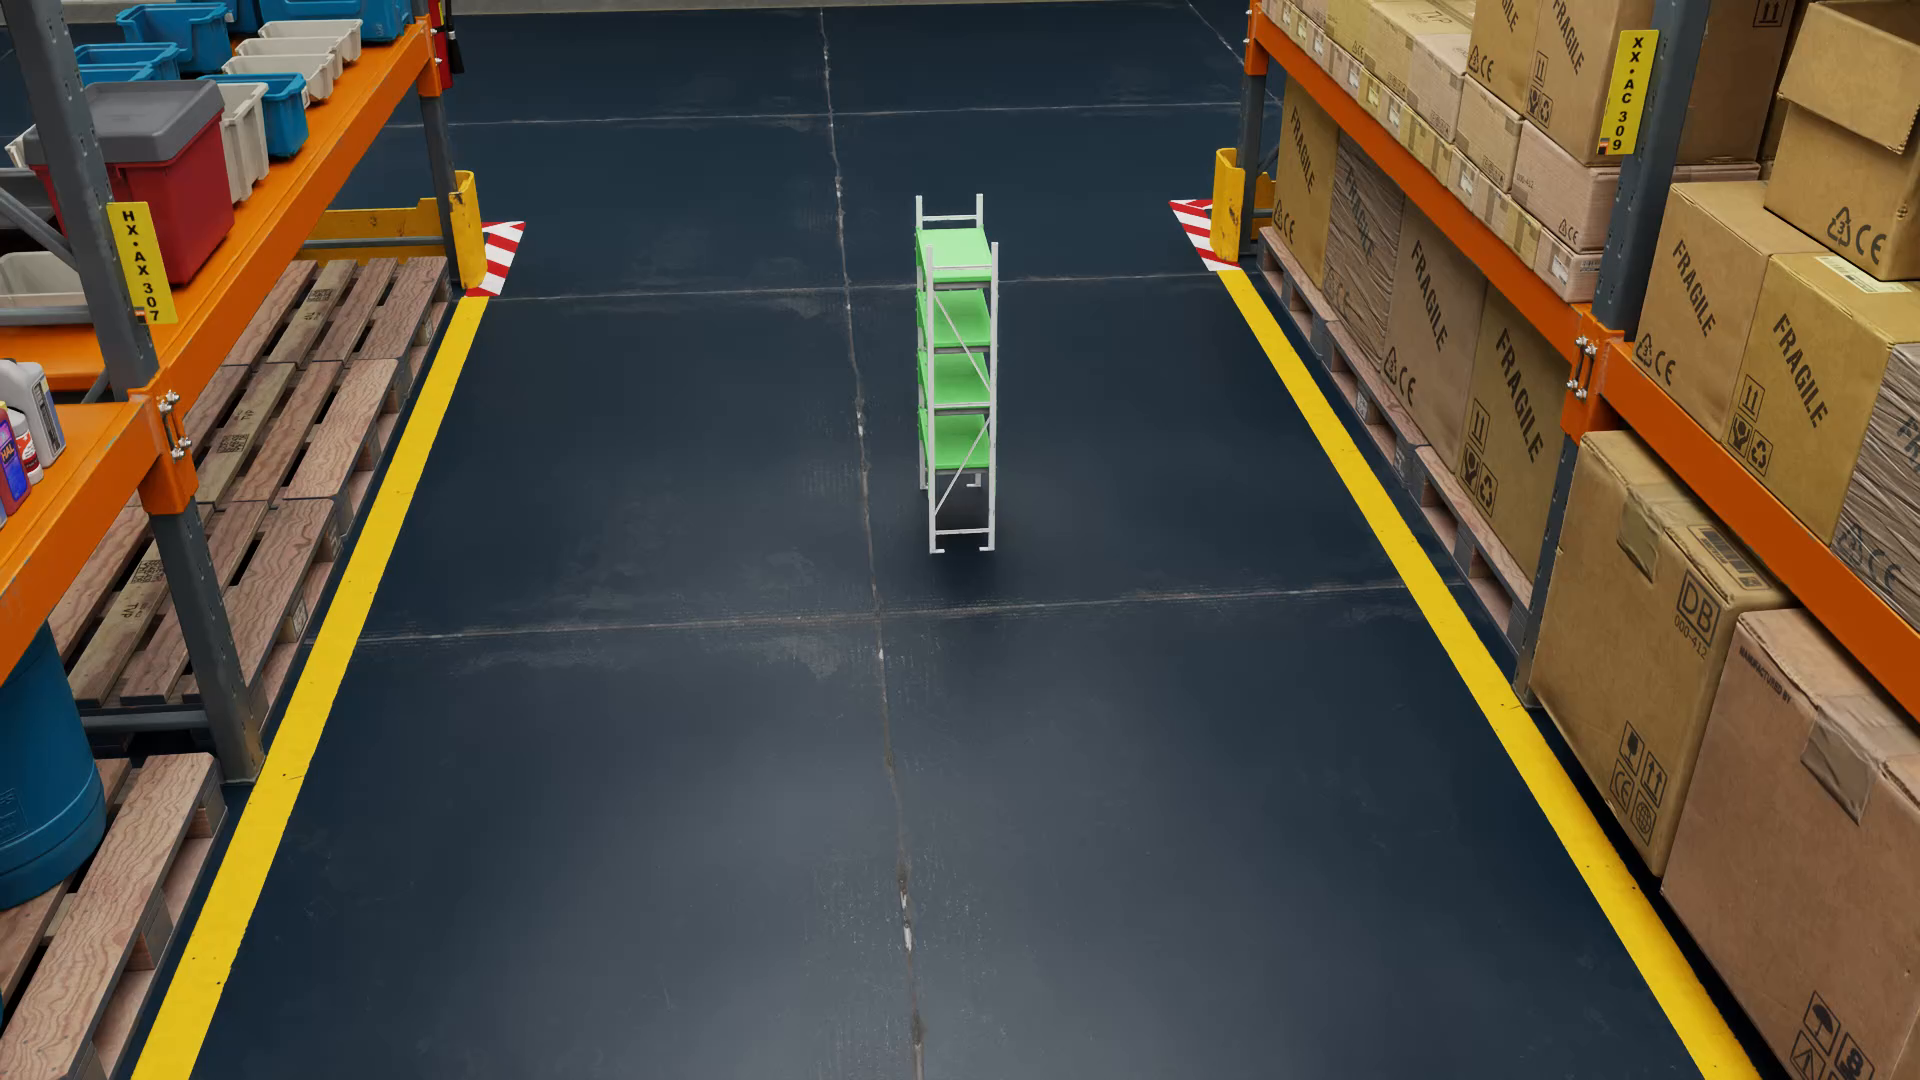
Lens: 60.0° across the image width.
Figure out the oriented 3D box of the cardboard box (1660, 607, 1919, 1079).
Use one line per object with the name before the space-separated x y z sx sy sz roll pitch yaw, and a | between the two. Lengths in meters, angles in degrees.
cardboard box | 2.469 0.720 3.783 1.225 0.875 0.875 -4 31 -6

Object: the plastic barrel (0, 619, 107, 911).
plastic barrel | -2.593 0.442 4.221 0.600 0.901 0.708 -3 31 -5

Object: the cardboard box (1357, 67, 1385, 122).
cardboard box | 1.781 -1.746 6.494 0.380 0.149 0.250 -4 31 -6

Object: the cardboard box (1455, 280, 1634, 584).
cardboard box | 2.323 -0.403 5.662 0.875 0.875 0.875 -3 31 -5

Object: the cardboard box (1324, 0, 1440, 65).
cardboard box | 1.806 -2.120 6.730 0.500 0.250 0.500 -4 31 -6

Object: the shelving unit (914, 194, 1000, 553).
shelving unit | -0.015 -0.600 6.084 0.258 1.200 0.503 -3 31 -5

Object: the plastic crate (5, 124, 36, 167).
plastic crate | -3.089 -1.344 5.774 0.293 0.136 0.466 -3 31 -5

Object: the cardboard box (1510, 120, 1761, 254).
cardboard box | 2.002 -1.070 4.973 0.500 0.250 0.500 -3 31 -6

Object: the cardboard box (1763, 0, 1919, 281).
cardboard box | 2.373 -0.942 3.826 0.797 0.503 0.637 -4 31 -6

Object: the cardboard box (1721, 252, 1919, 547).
cardboard box | 2.147 -0.334 3.786 0.500 0.500 0.500 -3 31 -5

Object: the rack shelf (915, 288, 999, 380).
rack shelf | -0.015 -0.751 5.994 0.258 0.148 0.480 -3 31 -5

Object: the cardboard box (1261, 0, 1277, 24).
cardboard box | 1.636 -2.532 7.808 0.380 0.149 0.250 -2 31 -4

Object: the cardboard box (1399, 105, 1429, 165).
cardboard box | 1.830 -1.483 6.052 0.380 0.149 0.250 -3 31 -5

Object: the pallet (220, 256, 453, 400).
pallet | -2.962 -0.979 7.683 1.003 0.211 1.213 -3 31 -5

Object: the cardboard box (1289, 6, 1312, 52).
cardboard box | 1.685 -2.270 7.370 0.380 0.149 0.250 -3 31 -6

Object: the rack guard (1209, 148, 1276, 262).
rack guard | 1.929 -1.776 8.735 1.175 0.500 0.348 -3 31 -5

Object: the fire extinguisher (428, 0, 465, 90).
fire extinguisher | -2.562 -2.505 7.957 0.296 0.674 0.183 -3 31 -5

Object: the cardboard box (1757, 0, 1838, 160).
cardboard box | 2.515 -1.436 4.854 0.500 0.500 0.500 -3 31 -5

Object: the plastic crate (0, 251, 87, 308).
plastic crate | -2.528 -0.714 4.719 0.396 0.136 0.243 -3 31 -5

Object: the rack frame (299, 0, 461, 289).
rack frame | -3.000 -2.599 7.676 1.000 3.000 0.127 -3 31 -5

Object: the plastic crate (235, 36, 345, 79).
plastic crate | -2.731 -1.955 6.797 0.396 0.136 0.243 -3 31 -5

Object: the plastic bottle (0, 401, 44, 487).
plastic bottle | -2.230 -0.228 3.900 0.097 0.201 0.097 0 31 0

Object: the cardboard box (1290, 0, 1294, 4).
cardboard box | 1.707 -2.642 7.604 0.500 0.250 0.500 -4 31 -6

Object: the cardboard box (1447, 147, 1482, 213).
cardboard box | 1.878 -1.220 5.613 0.380 0.149 0.250 -2 31 -4

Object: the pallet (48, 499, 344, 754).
pallet | -2.734 0.267 5.598 1.003 0.211 1.213 -3 31 -5

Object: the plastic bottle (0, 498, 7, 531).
plastic bottle | -2.234 -0.131 3.666 0.152 0.276 0.135 -3 31 -5

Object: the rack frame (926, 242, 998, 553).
rack frame | 0.007 -0.475 5.875 0.240 1.200 0.015 -3 31 -5

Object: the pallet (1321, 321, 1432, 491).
pallet | 2.194 -0.613 7.071 1.003 0.211 1.213 -3 31 -5

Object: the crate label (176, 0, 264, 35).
crate label | -3.305 -2.411 7.466 0.416 0.233 0.303 -3 31 -5

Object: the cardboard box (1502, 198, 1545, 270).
cardboard box | 1.926 -0.958 5.174 0.380 0.149 0.250 -2 31 -4

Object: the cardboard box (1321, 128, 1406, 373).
cardboard box | 2.156 -1.317 7.192 0.875 0.875 0.875 -3 31 -5

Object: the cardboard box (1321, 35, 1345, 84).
cardboard box | 1.734 -2.007 6.930 0.380 0.149 0.250 -3 31 -6

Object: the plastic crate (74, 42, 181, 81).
plastic crate | -3.182 -1.739 6.341 0.416 0.233 0.300 -3 31 -5

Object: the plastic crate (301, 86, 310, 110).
plastic crate | -2.635 -1.664 6.310 0.298 0.136 0.250 -3 31 -5

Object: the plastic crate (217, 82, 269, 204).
plastic crate | -2.586 -1.320 5.592 0.437 0.282 0.530 -3 31 -5

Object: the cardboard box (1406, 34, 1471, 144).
cardboard box | 1.904 -1.595 5.852 0.500 0.250 0.500 -2 31 -4

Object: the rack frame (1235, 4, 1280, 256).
rack frame | 1.931 -2.837 8.074 1.000 3.000 0.127 -3 31 -5

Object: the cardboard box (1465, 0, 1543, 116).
cardboard box | 1.953 -1.657 5.225 0.500 0.500 0.500 -2 31 -4

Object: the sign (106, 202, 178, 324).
sign | -2.079 -0.701 4.229 0.100 0.325 0.005 -3 31 -5

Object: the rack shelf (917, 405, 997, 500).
rack shelf | -0.015 -0.339 6.240 0.258 0.148 0.480 -3 31 -5

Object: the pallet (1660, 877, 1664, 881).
pallet | 2.452 0.793 4.716 1.003 0.211 1.213 -3 31 -5

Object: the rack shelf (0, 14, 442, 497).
rack shelf | -2.813 -1.269 6.151 1.077 0.370 4.000 -3 31 -5

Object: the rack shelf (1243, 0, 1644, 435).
rack shelf | 2.118 -1.507 6.549 1.077 0.370 4.000 -3 31 -5
